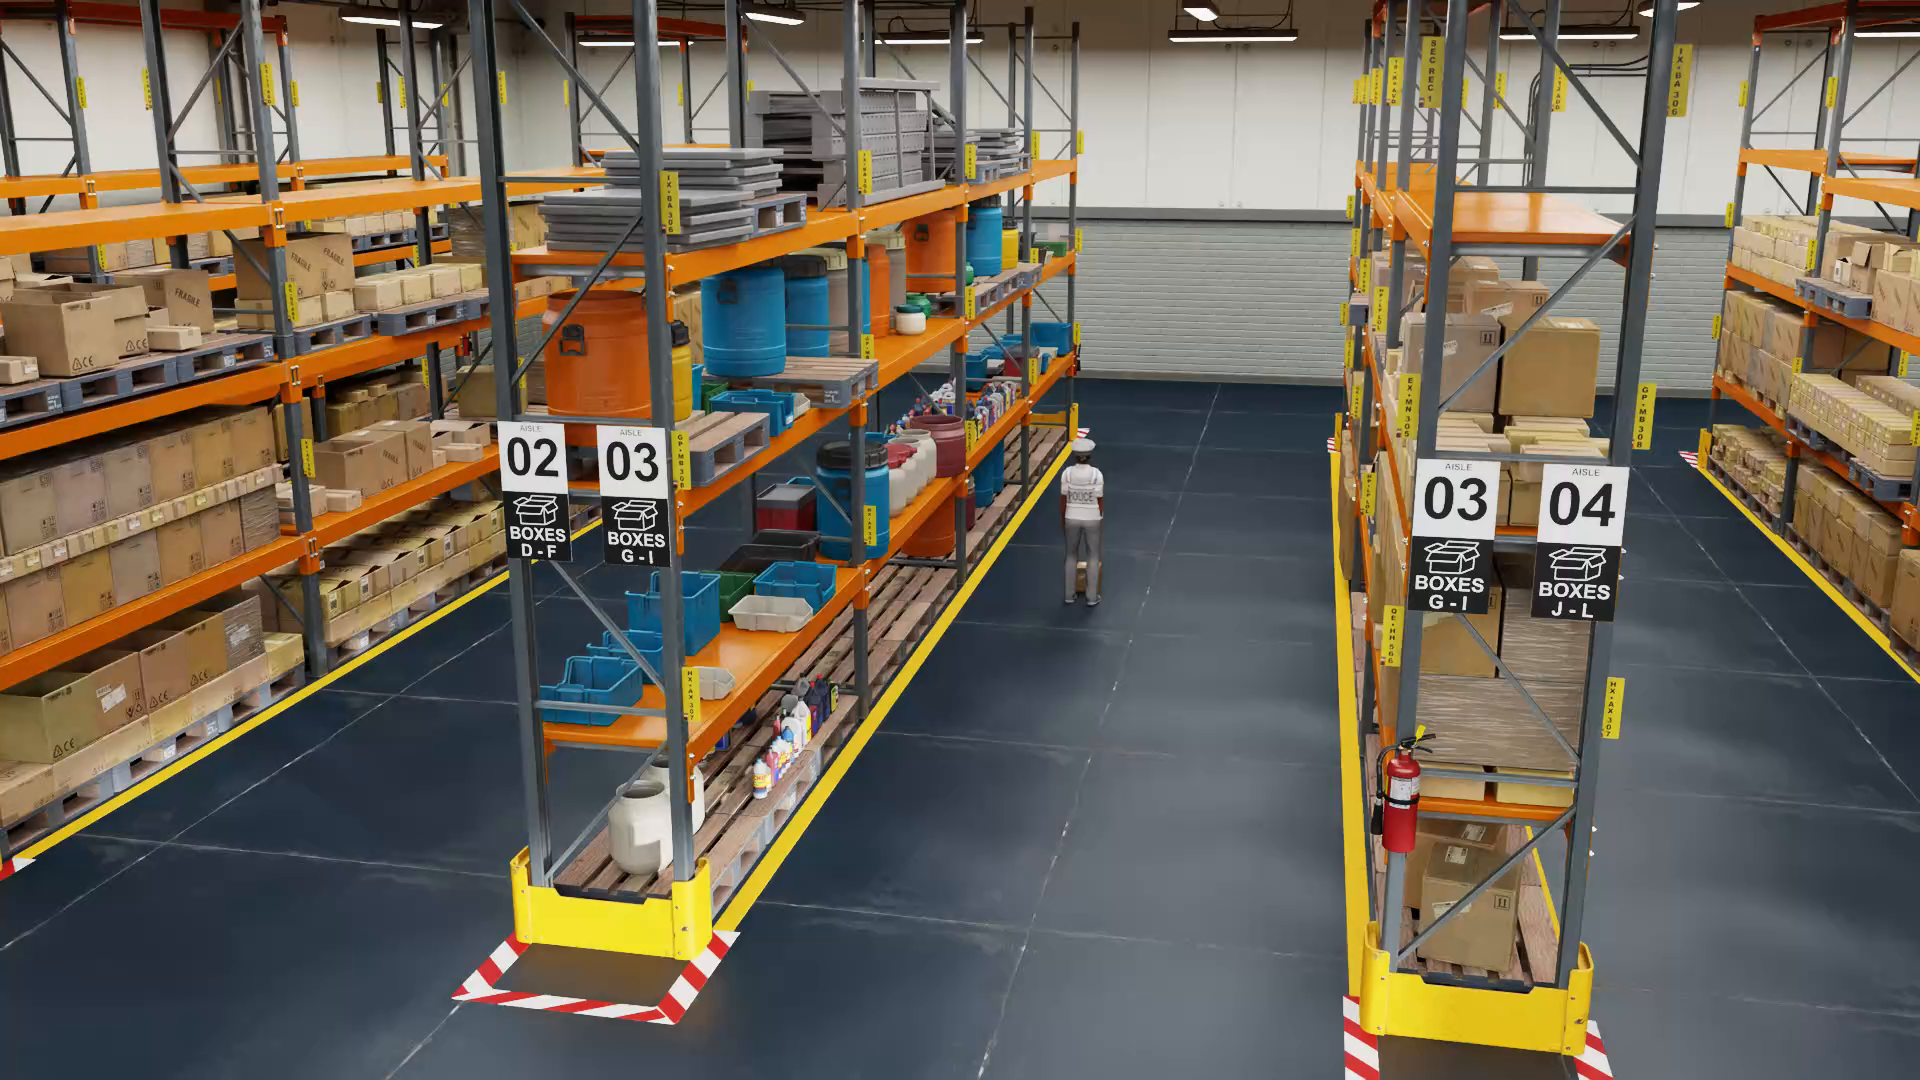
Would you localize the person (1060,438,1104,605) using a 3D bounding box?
[{"bbox_3d":[1.222,-0.184,16.687,0.437,1.677,0.340,3,15,12],"label":"person"}]
